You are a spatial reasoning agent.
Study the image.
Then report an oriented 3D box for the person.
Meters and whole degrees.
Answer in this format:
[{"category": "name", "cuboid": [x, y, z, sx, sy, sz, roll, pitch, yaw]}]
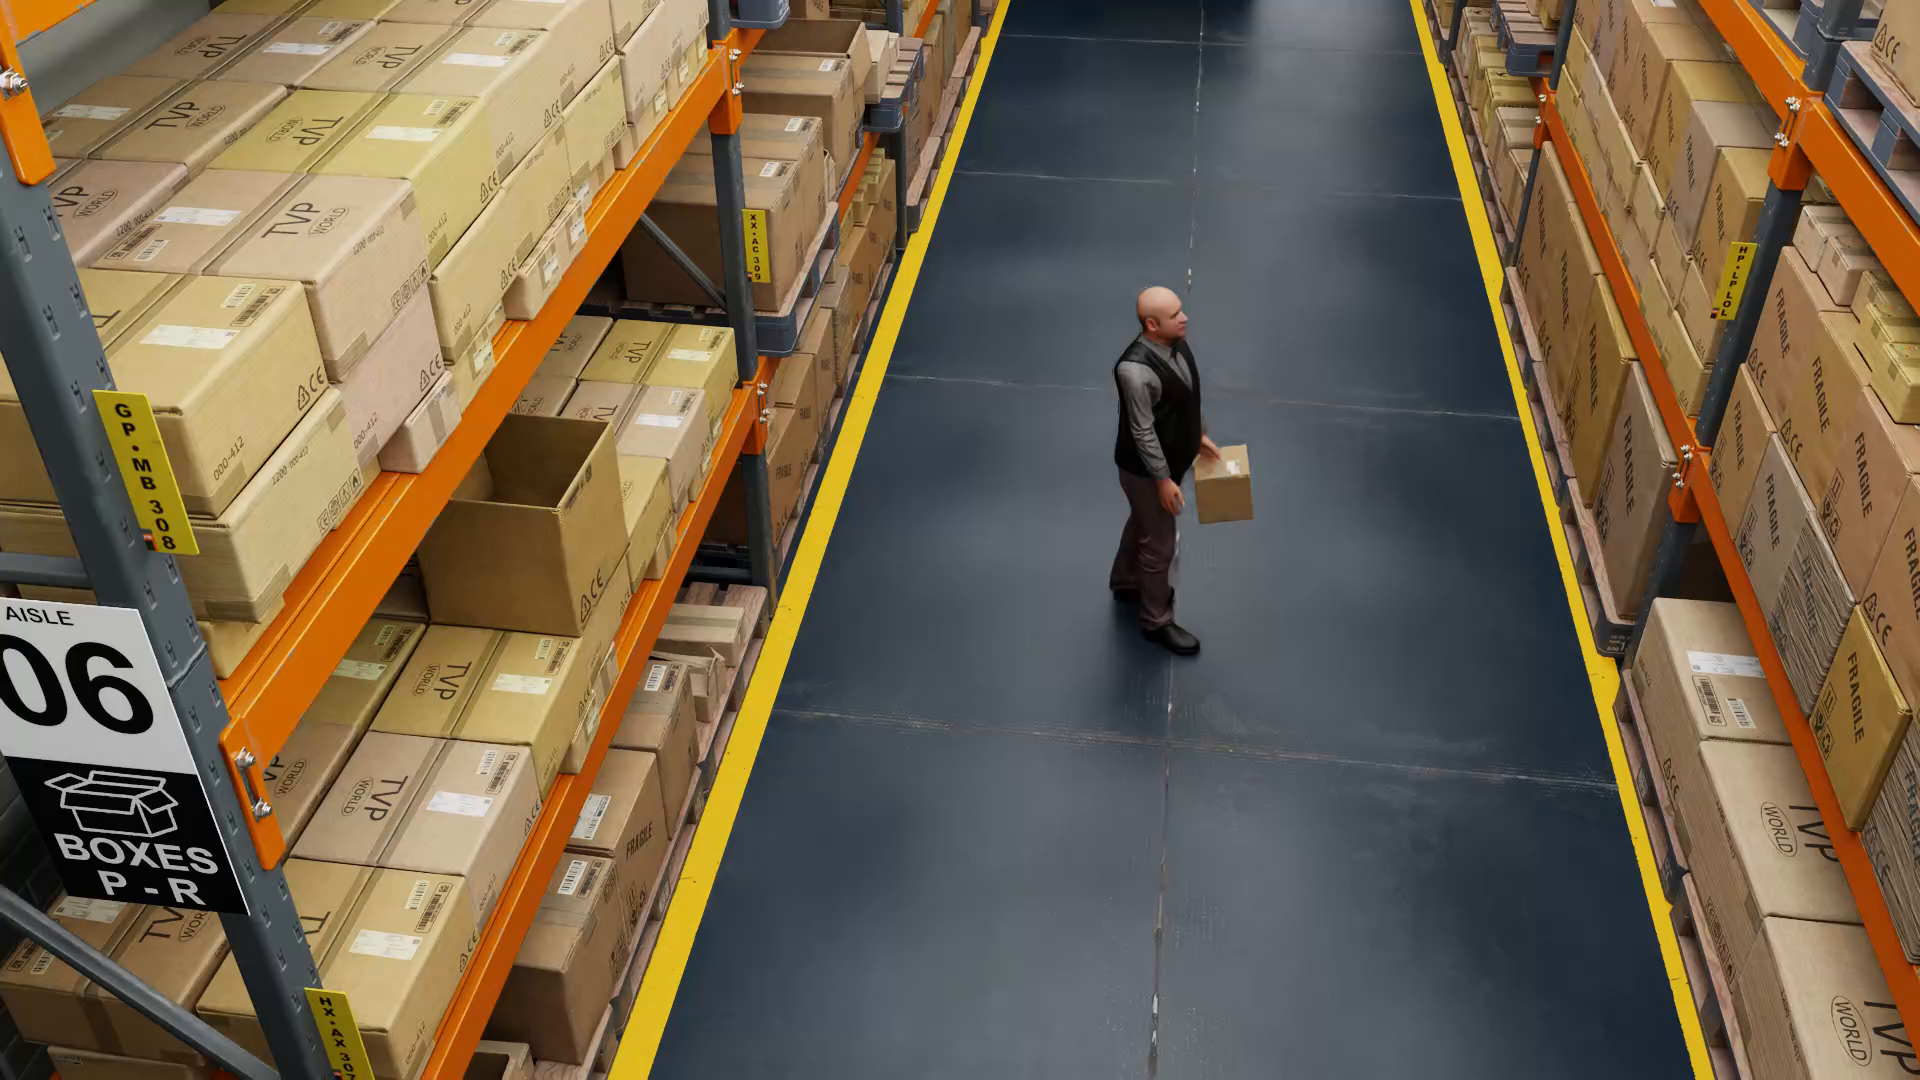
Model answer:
[{"category": "person", "cuboid": [0.958, -0.337, 7.525, 0.545, 1.725, 0.560, 16, 39, 20]}]
